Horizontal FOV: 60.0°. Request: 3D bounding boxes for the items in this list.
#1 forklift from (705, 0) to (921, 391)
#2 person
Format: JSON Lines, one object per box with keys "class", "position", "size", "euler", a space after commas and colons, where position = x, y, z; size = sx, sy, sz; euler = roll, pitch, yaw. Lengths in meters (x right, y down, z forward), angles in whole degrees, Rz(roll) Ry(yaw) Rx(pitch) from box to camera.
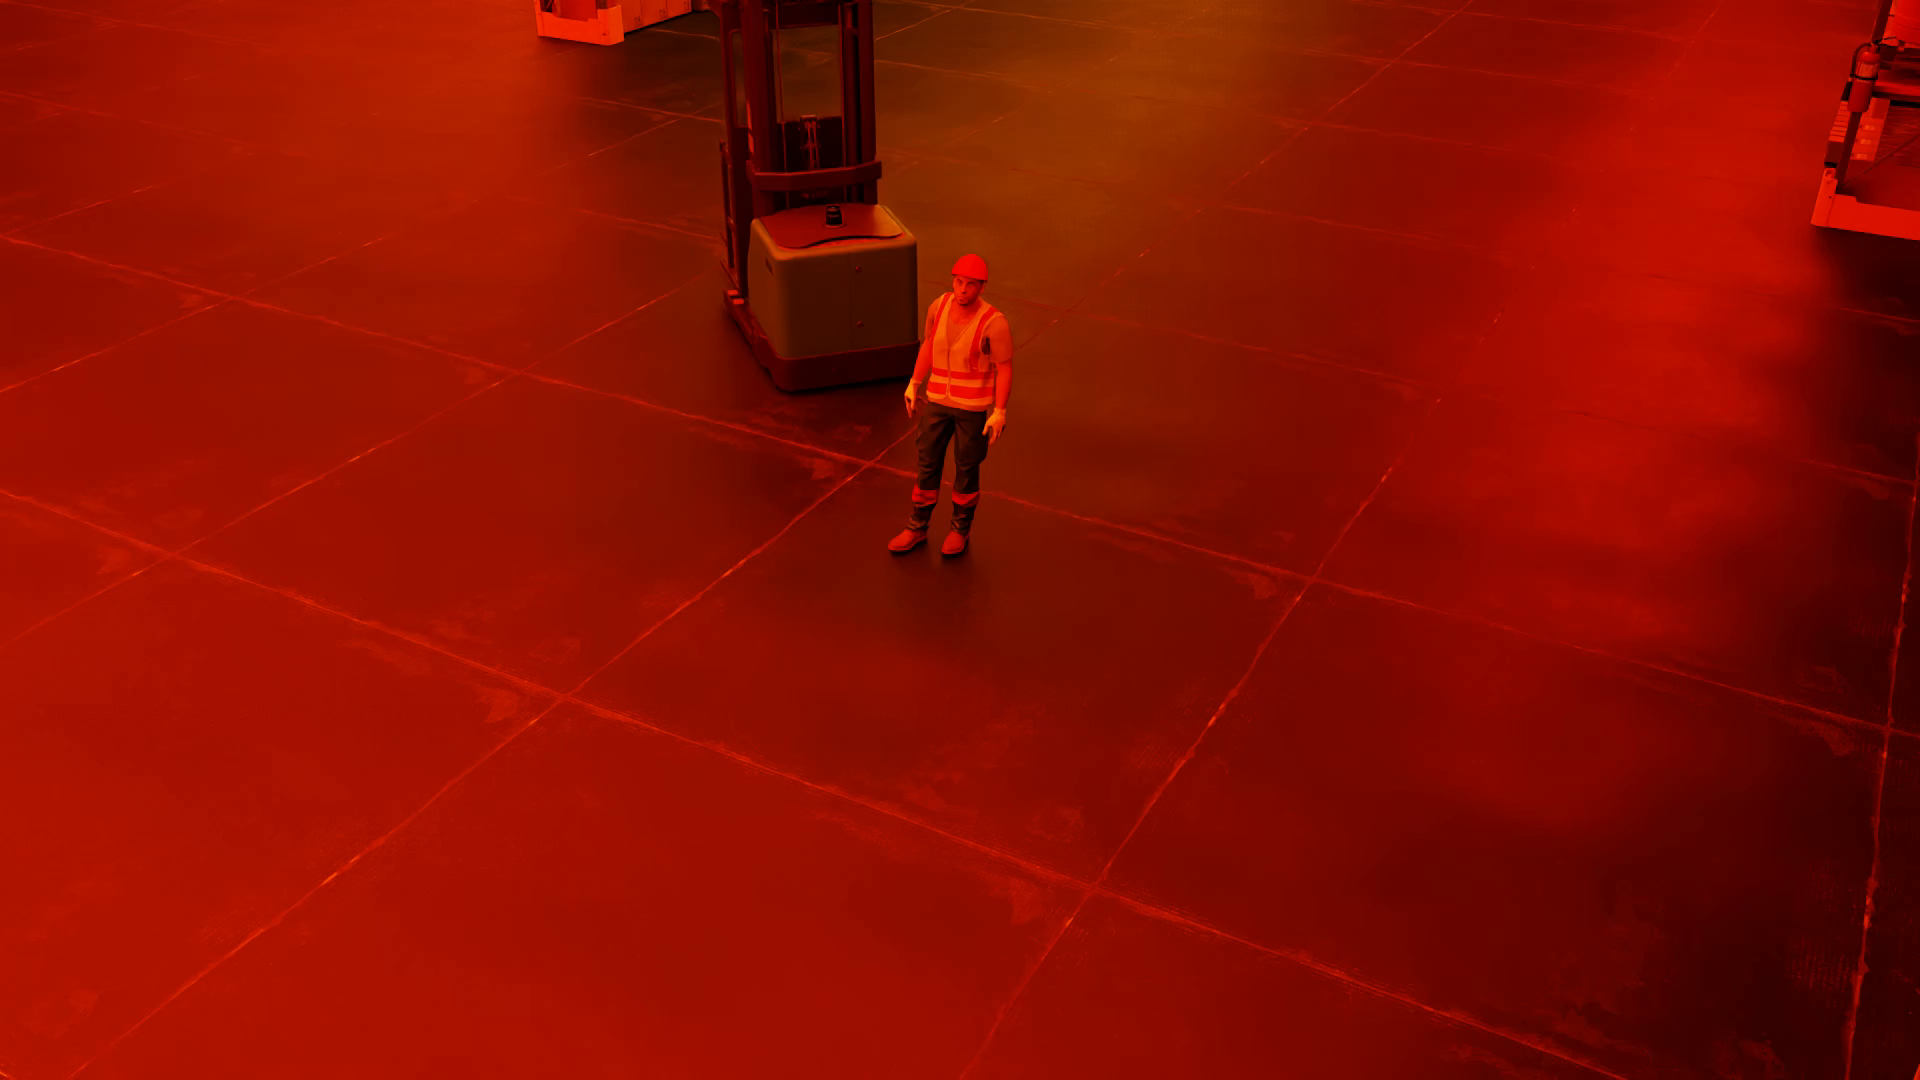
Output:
{"class": "forklift", "position": [-1.231, -3.041, 12.339], "size": [1.130, 2.935, 3.031], "euler": [-9, 31, -16]}
{"class": "person", "position": [-0.049, -0.749, 9.497], "size": [0.637, 1.787, 0.564], "euler": [15, 33, 25]}
